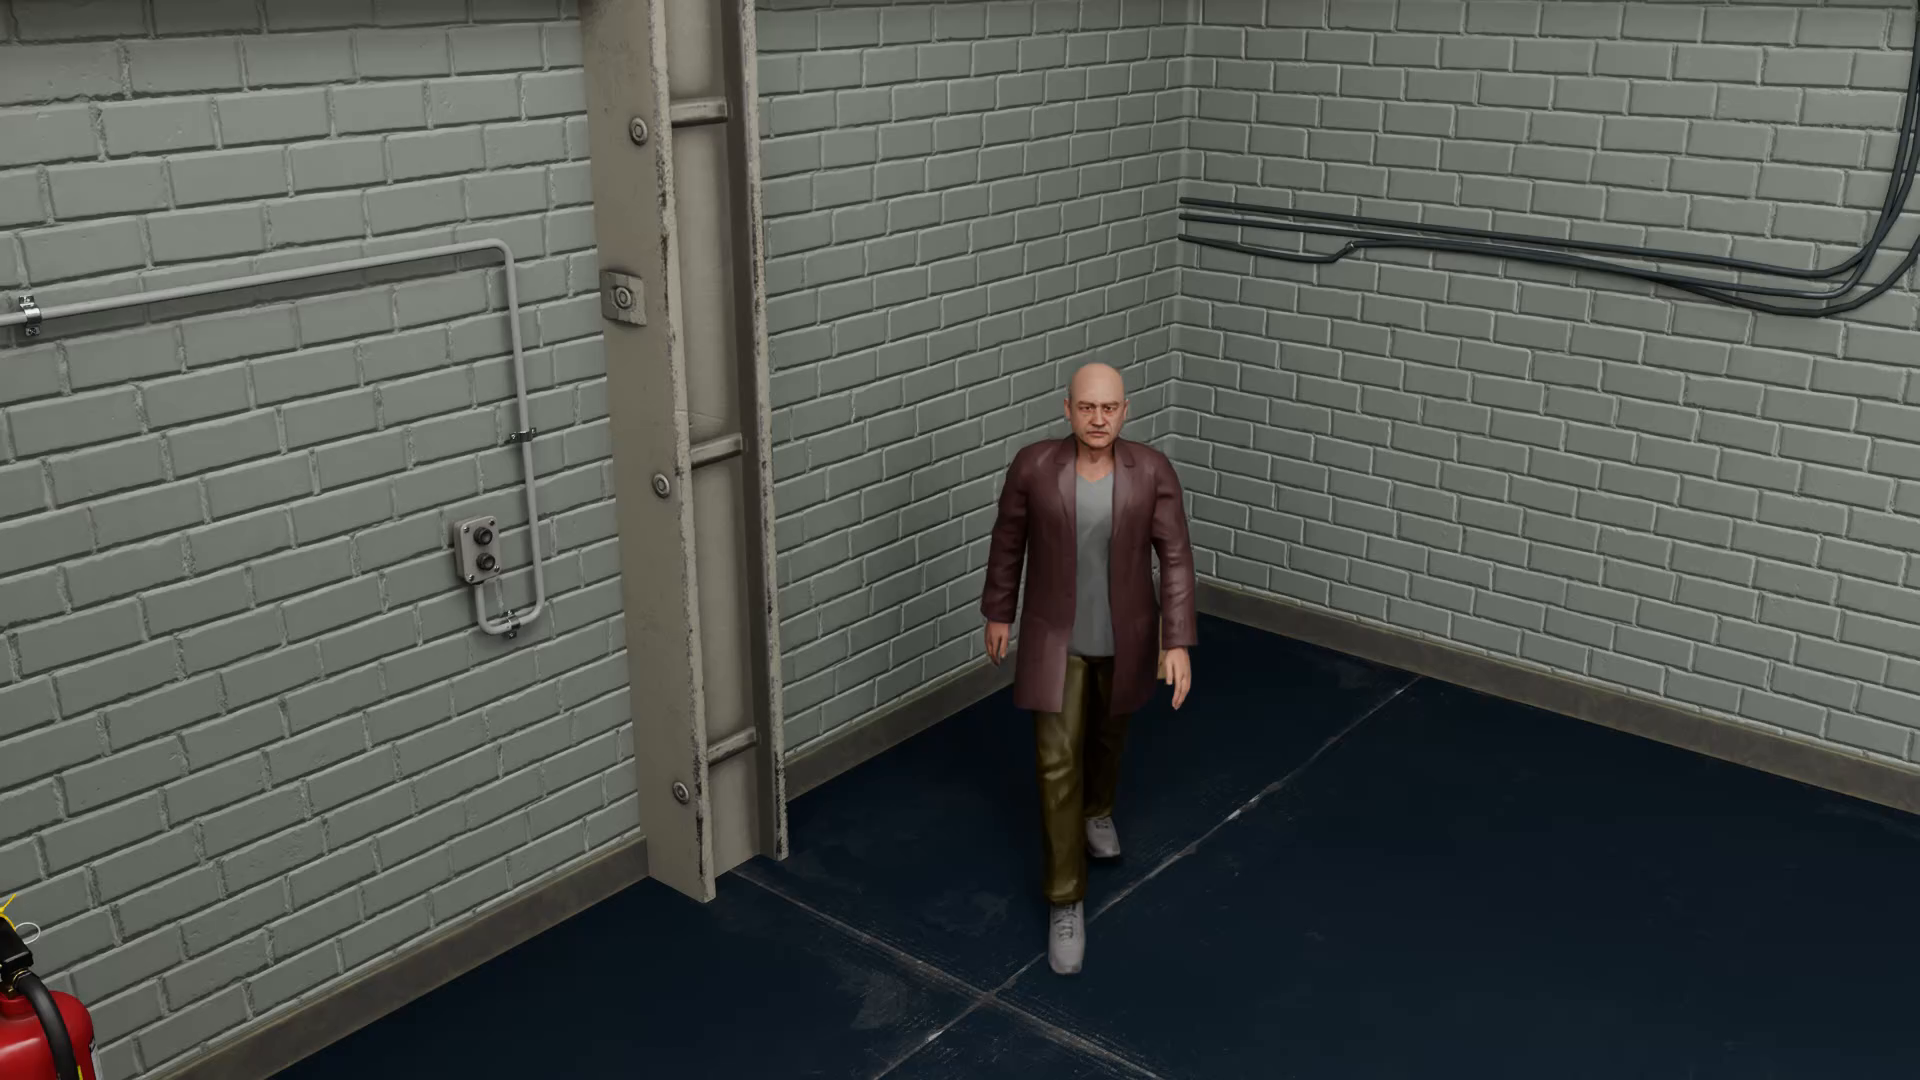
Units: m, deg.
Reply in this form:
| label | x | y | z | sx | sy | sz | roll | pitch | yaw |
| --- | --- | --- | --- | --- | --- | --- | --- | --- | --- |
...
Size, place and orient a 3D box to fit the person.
| label | x | y | z | sx | sy | sz | roll | pitch | yaw |
| --- | --- | --- | --- | --- | --- | --- | --- | --- | --- |
| person | 0.400 | 0.332 | 5.183 | 0.658 | 1.780 | 0.950 | -1 | 20 | -2 |
